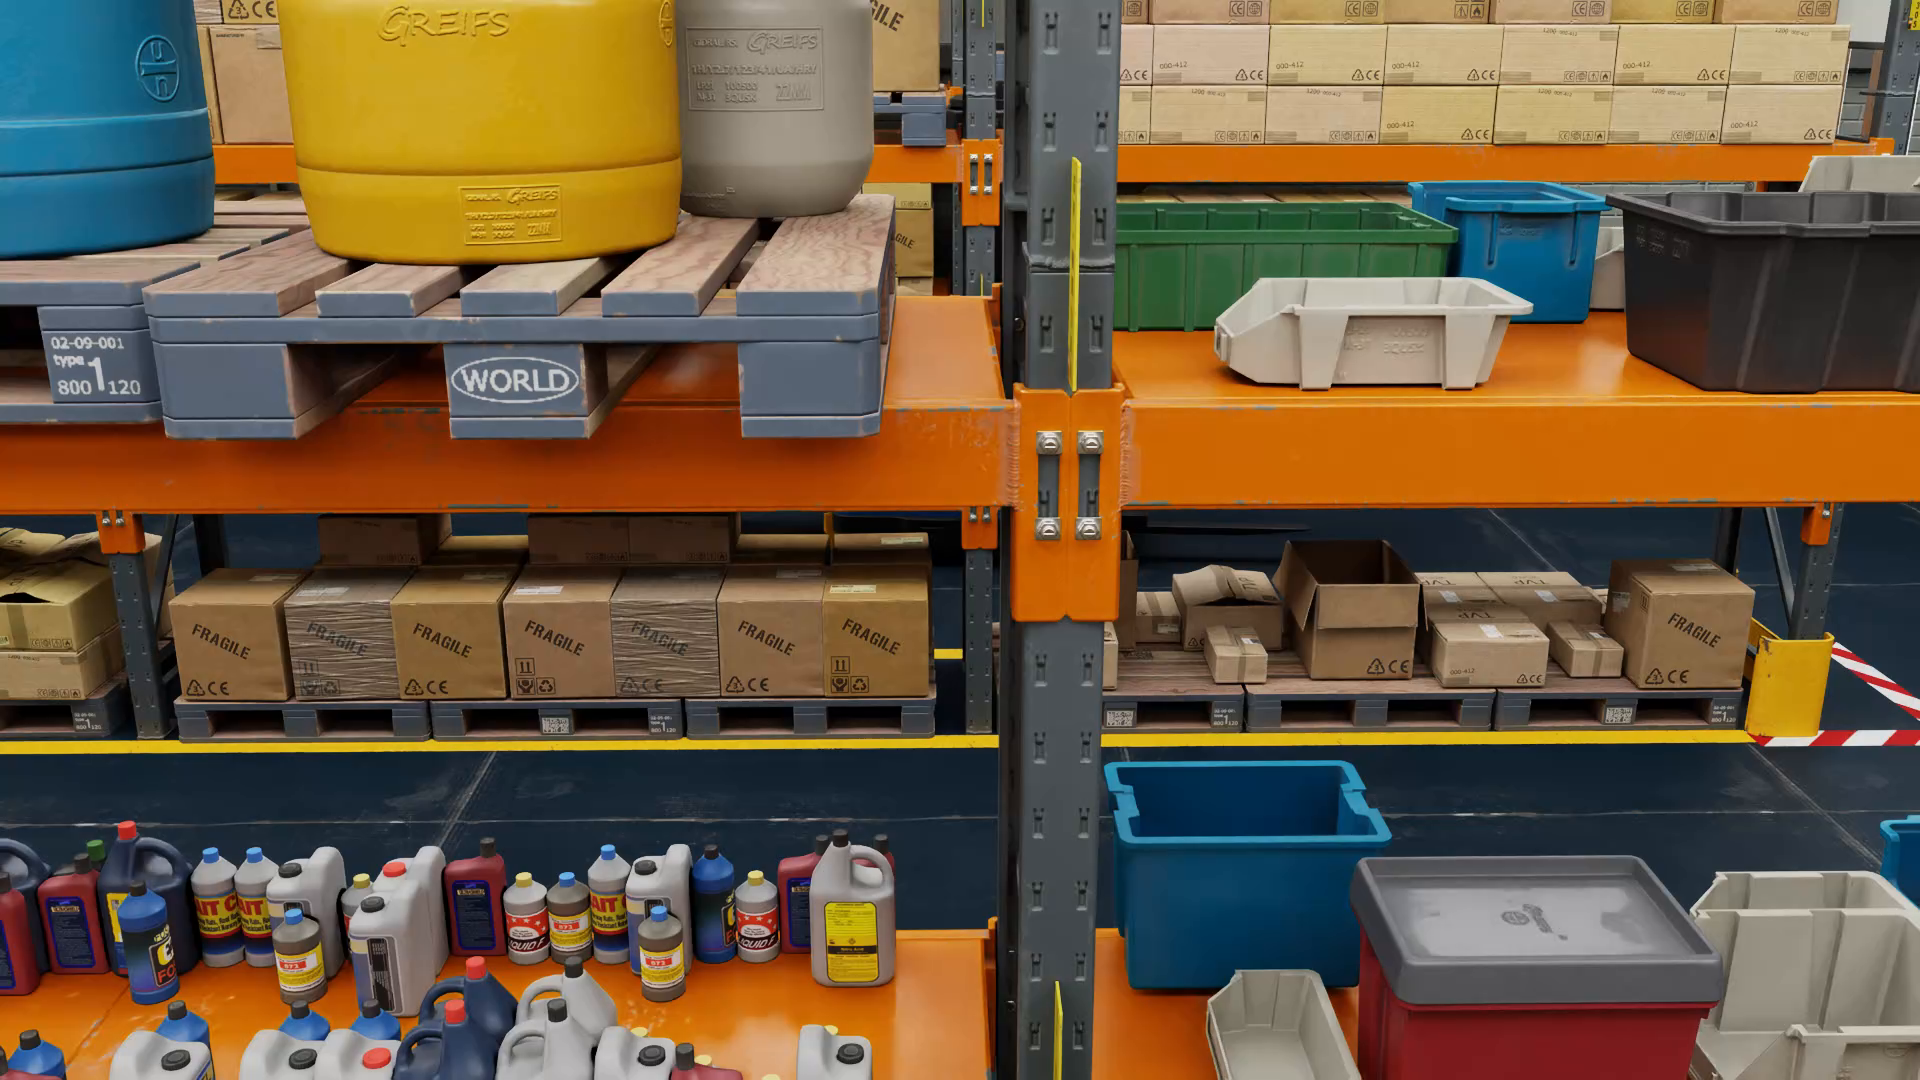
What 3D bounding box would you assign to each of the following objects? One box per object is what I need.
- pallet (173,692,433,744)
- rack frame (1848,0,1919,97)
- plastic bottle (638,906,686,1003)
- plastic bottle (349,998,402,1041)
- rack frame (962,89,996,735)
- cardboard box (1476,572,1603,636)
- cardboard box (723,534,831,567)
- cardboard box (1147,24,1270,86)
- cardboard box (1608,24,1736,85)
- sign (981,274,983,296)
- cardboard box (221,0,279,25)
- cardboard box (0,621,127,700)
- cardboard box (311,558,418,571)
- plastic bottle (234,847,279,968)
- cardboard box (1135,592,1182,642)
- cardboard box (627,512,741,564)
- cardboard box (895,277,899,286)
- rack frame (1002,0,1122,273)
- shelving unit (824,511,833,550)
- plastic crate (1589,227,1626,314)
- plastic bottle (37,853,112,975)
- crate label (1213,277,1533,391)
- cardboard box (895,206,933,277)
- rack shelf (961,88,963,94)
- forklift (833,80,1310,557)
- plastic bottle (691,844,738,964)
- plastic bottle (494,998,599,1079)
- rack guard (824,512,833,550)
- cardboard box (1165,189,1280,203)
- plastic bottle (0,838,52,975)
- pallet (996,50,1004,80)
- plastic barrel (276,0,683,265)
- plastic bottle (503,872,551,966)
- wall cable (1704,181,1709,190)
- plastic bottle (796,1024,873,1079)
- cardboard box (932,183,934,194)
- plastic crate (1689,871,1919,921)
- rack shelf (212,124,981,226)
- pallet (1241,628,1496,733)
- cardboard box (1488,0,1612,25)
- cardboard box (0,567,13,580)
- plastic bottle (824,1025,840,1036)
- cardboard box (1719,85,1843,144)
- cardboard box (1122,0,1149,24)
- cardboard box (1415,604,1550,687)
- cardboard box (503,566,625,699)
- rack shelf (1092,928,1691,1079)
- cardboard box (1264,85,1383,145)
[{"bbox_3d":[-3.169,0.723,8.448,1.213,0.211,1.003,0,18,-1],"label":"pallet"},{"bbox_3d":[4.083,-3.508,7.250,0.127,3.000,1.000,0,18,-1],"label":"rack frame"},{"bbox_3d":[-0.656,0.901,3.653,0.097,0.201,0.097,0,18,0],"label":"plastic bottle"},{"bbox_3d":[-1.121,1.009,3.202,0.097,0.271,0.097,0,18,0],"label":"plastic bottle"},{"bbox_3d":[0.084,-0.632,8.107,0.127,3.000,1.000,0,18,-1],"label":"rack frame"},{"bbox_3d":[3.035,0.367,8.774,0.500,0.250,0.500,0,18,-1],"label":"cardboard box"},{"bbox_3d":[-0.937,0.283,8.627,0.500,0.500,0.500,0,18,0],"label":"cardboard box"},{"bbox_3d":[1.074,-2.156,7.375,0.500,0.250,0.500,0,18,-1],"label":"cardboard box"},{"bbox_3d":[3.074,-2.163,7.397,0.500,0.250,0.500,0,18,-1],"label":"cardboard box"},{"bbox_3d":[0.096,-1.014,7.401,0.005,0.325,0.100,0,18,-1],"label":"sign"},{"bbox_3d":[-2.969,-2.567,7.428,0.500,0.500,0.500,0,18,-1],"label":"cardboard box"},{"bbox_3d":[-4.438,0.574,8.162,0.500,0.250,0.500,0,18,0],"label":"cardboard box"},{"bbox_3d":[-2.984,0.292,8.599,0.500,0.500,0.500,0,18,1],"label":"cardboard box"},{"bbox_3d":[-1.585,0.826,3.773,0.097,0.271,0.097,0,18,0],"label":"plastic bottle"},{"bbox_3d":[1.023,0.407,8.816,0.250,0.149,0.380,0,18,-1],"label":"cardboard box"},{"bbox_3d":[-1.404,-0.075,8.516,0.500,0.250,0.500,0,18,-1],"label":"cardboard box"},{"bbox_3d":[-0.584,-1.938,12.557,0.250,0.149,0.380,0,18,0],"label":"cardboard box"},{"bbox_3d":[0.158,-1.976,2.474,0.127,3.000,1.000,0,18,-1],"label":"rack frame"},{"bbox_3d":[-1.324,-0.749,10.926,1.083,1.500,0.587,1,18,3],"label":"shelving unit"},{"bbox_3d":[1.424,-0.544,3.354,0.466,0.136,0.293,0,18,-1],"label":"plastic crate"},{"bbox_3d":[-1.981,0.835,3.724,0.133,0.283,0.061,0,18,-1],"label":"plastic bottle"},{"bbox_3d":[0.652,-0.336,2.705,0.466,0.136,0.293,0,18,-1],"label":"crate label"},{"bbox_3d":[-0.456,-2.264,12.512,0.500,0.500,0.500,-1,18,-2],"label":"cardboard box"},{"bbox_3d":[2.002,-3.240,12.505,4.000,0.370,1.077,0,18,-1],"label":"rack shelf"},{"bbox_3d":[0.728,-1.382,10.557,3.031,2.935,1.130,1,18,3],"label":"forklift"},{"bbox_3d":[-0.561,0.821,3.788,0.097,0.271,0.097,0,18,0],"label":"plastic bottle"},{"bbox_3d":[-0.756,1.009,3.073,0.185,0.351,0.144,0,18,-1],"label":"plastic bottle"},{"bbox_3d":[-0.827,-0.144,11.087,0.087,0.250,0.587,1,18,3],"label":"rack guard"},{"bbox_3d":[2.002,-2.294,12.796,0.700,0.700,0.980,-1,18,-4],"label":"cardboard box"},{"bbox_3d":[-2.141,0.798,3.730,0.185,0.351,0.144,0,18,-1],"label":"plastic bottle"},{"bbox_3d":[0.820,-3.532,12.381,1.213,0.211,1.003,0,18,-1],"label":"pallet"},{"bbox_3d":[-0.751,-0.770,2.632,0.600,0.588,0.600,0,18,0],"label":"plastic barrel"},{"bbox_3d":[-0.987,0.856,3.792,0.097,0.201,0.097,0,18,0],"label":"plastic bottle"},{"bbox_3d":[5.267,-2.943,13.648,1.851,1.984,0.084,0,18,-1],"label":"wall cable"},{"bbox_3d":[-0.231,1.041,3.096,0.135,0.276,0.152,0,18,-1],"label":"plastic bottle"},{"bbox_3d":[-0.462,-2.778,12.886,0.500,0.250,0.500,0,18,1],"label":"cardboard box"},{"bbox_3d":[1.895,0.878,3.734,0.466,0.136,0.293,0,18,-1],"label":"plastic crate"},{"bbox_3d":[-1.916,-1.708,7.728,4.000,0.370,1.077,0,18,-1],"label":"rack shelf"},{"bbox_3d":[1.993,0.686,8.563,1.213,0.211,1.003,0,18,-1],"label":"pallet"},{"bbox_3d":[2.570,-2.584,7.481,0.500,0.500,0.700,0,18,-1],"label":"cardboard box"},{"bbox_3d":[-4.955,0.312,8.060,0.500,0.311,0.500,-1,18,-2],"label":"cardboard box"},{"bbox_3d":[-0.251,1.038,3.226,0.097,0.201,0.097,0,18,0],"label":"plastic bottle"},{"bbox_3d":[3.574,-1.925,7.473,0.500,0.250,0.500,0,18,-1],"label":"cardboard box"},{"bbox_3d":[0.569,-2.598,7.524,0.500,0.500,0.700,0,18,-1],"label":"cardboard box"},{"bbox_3d":[2.593,0.522,8.291,0.500,0.250,0.500,0,18,-1],"label":"cardboard box"},{"bbox_3d":[-1.909,0.444,8.125,0.500,0.500,0.500,-1,18,-3],"label":"cardboard box"},{"bbox_3d":[2.158,1.214,3.530,4.000,0.370,1.077,0,18,-1],"label":"rack shelf"},{"bbox_3d":[1.574,-1.919,7.453,0.500,0.250,0.500,0,18,-1],"label":"cardboard box"}]
